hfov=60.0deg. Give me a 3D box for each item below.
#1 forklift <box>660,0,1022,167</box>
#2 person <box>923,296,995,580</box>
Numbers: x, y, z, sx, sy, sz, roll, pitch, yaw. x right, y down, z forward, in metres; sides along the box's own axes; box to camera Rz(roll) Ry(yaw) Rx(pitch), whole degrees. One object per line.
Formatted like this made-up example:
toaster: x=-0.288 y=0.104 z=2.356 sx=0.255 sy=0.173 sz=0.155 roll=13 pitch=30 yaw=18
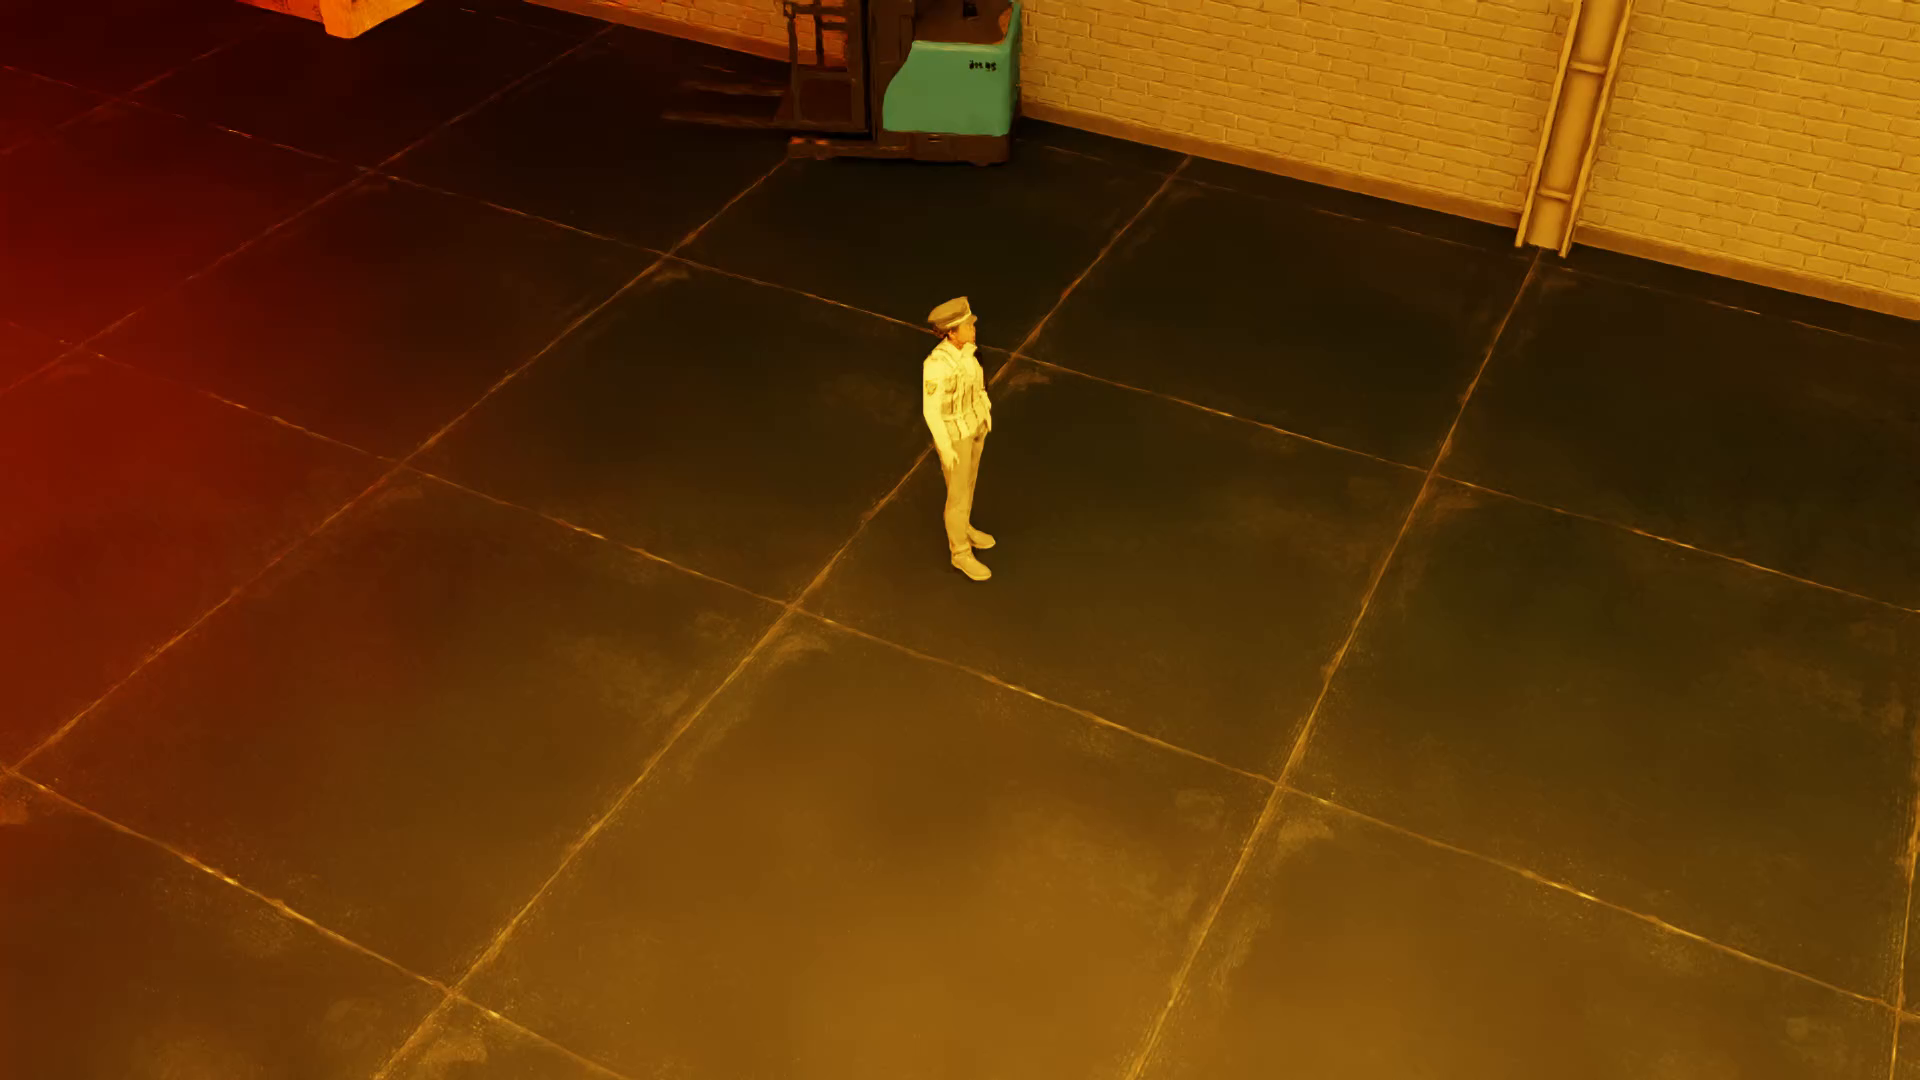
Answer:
forklift: x=-1.026 y=-4.667 z=13.527 sx=3.031 sy=2.935 sz=1.130 roll=5 pitch=40 yaw=6
person: x=0.057 y=-0.630 z=9.682 sx=0.532 sy=1.695 sz=0.586 roll=18 pitch=43 yaw=21
